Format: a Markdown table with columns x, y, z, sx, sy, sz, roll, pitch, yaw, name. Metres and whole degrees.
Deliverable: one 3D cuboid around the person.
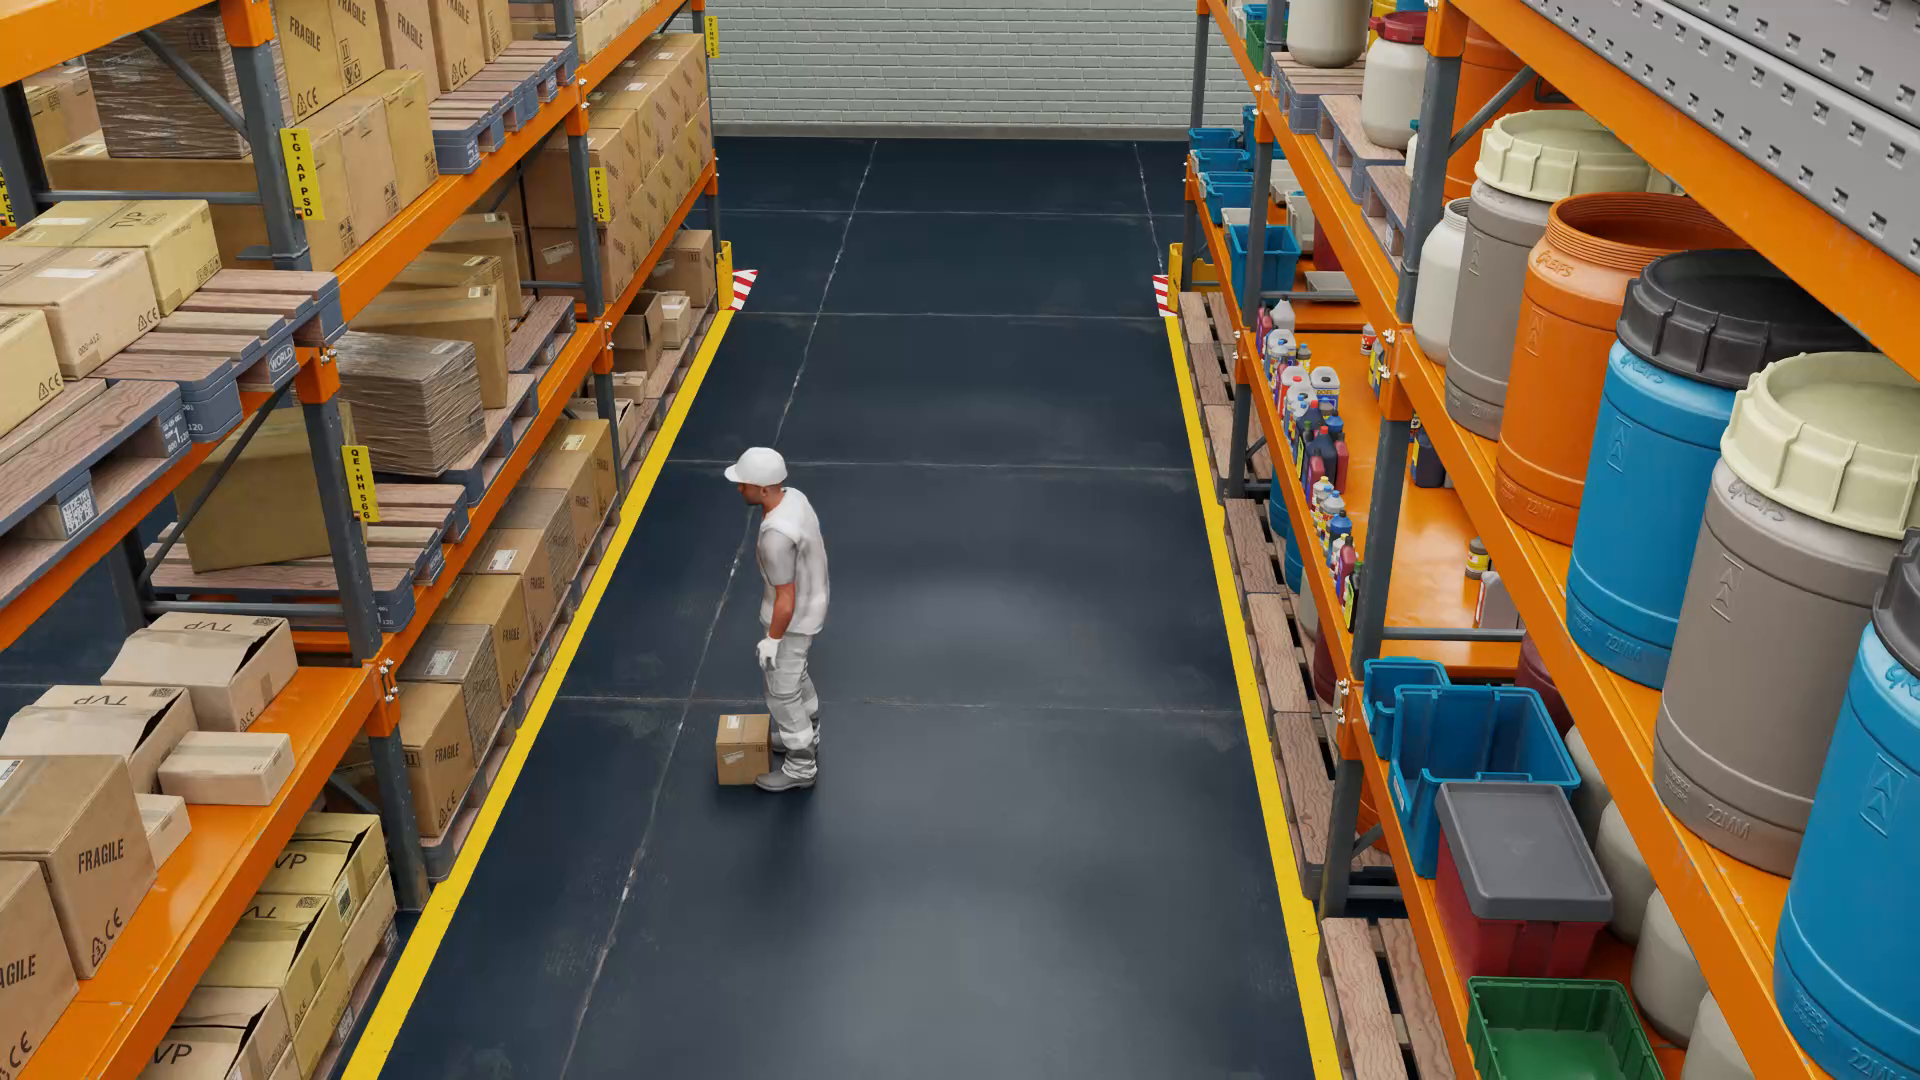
| x | y | z | sx | sy | sz | roll | pitch | yaw | name |
| --- | --- | --- | --- | --- | --- | --- | --- | --- | --- |
| -0.841 | 0.368 | 7.907 | 0.448 | 1.777 | 0.609 | 1 | 28 | 2 | person |
